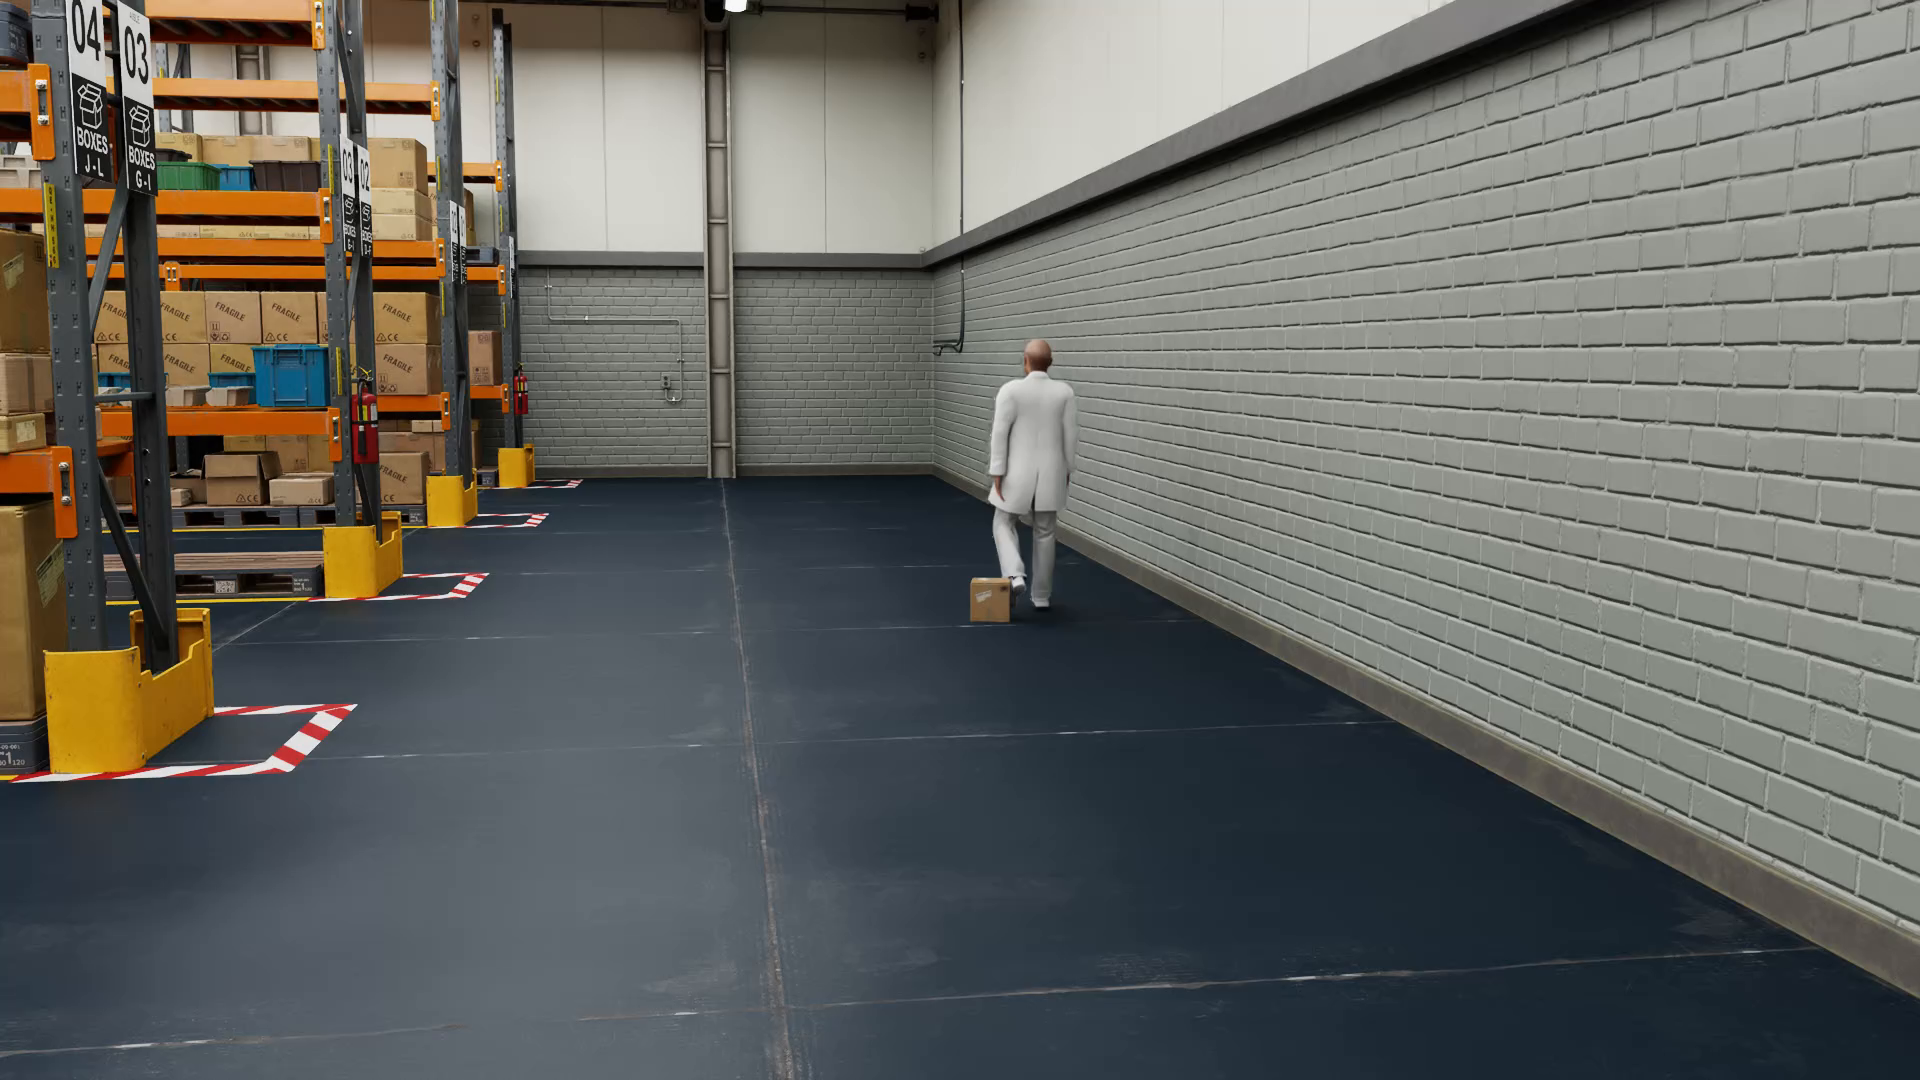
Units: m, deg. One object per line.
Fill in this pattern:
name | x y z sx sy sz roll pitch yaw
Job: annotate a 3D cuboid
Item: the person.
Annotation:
person | 0.471 -0.428 10.980 0.601 1.781 0.625 -1 6 -9
